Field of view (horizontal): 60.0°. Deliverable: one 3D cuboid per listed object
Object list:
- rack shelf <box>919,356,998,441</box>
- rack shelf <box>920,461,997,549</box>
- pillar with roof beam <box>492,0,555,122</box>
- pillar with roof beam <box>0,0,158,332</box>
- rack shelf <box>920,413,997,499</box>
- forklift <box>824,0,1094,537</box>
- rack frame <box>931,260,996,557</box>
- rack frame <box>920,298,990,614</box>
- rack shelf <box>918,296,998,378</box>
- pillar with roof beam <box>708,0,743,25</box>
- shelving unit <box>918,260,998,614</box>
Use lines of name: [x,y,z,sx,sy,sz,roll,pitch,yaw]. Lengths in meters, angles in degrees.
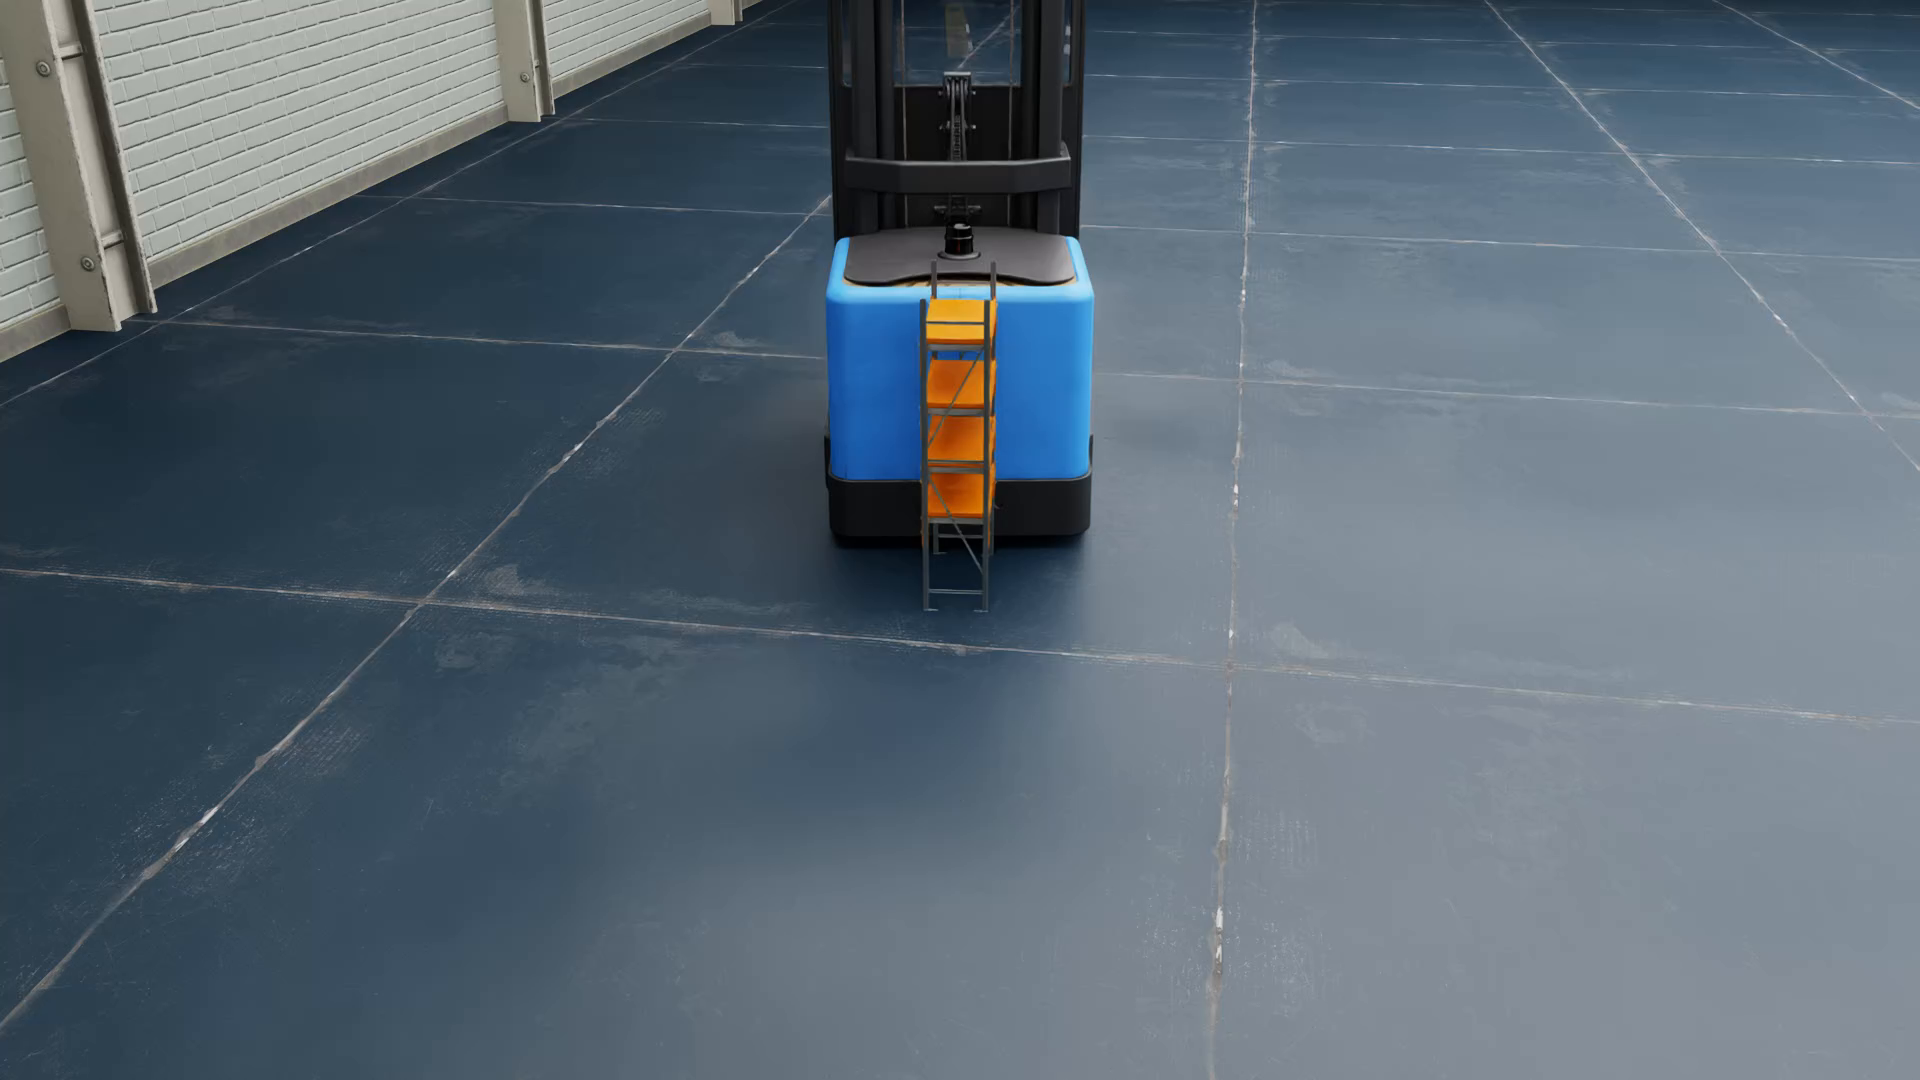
rack shelf: [-0.001,-0.521,6.080,0.258,0.148,0.480,1,25,3]
rack shelf: [-0.001,-0.139,6.259,0.258,0.148,0.480,1,25,3]
pillar with roof beam: [0.430,-7.535,12.233,9.100,9.000,0.400,4,25,9]
pillar with roof beam: [-0.551,-5.026,6.872,9.100,9.000,0.400,4,25,9]
rack shelf: [-0.001,-0.319,6.175,0.258,0.148,0.480,1,25,3]
forklift: [-0.020,-1.920,7.394,1.130,2.935,3.031,0,25,-1]
rack frame: [0.014,-0.483,6.367,0.240,1.200,0.015,1,25,3]
rack frame: [-0.016,-0.277,5.926,0.240,1.200,0.015,1,25,3]
rack shelf: [-0.001,-0.736,5.980,0.258,0.148,0.480,1,25,3]
pillar with roof beam: [1.410,-10.045,17.594,9.100,9.000,0.400,4,25,9]
shelving unit: [-0.001,-0.380,6.146,0.258,1.200,0.503,1,25,3]
